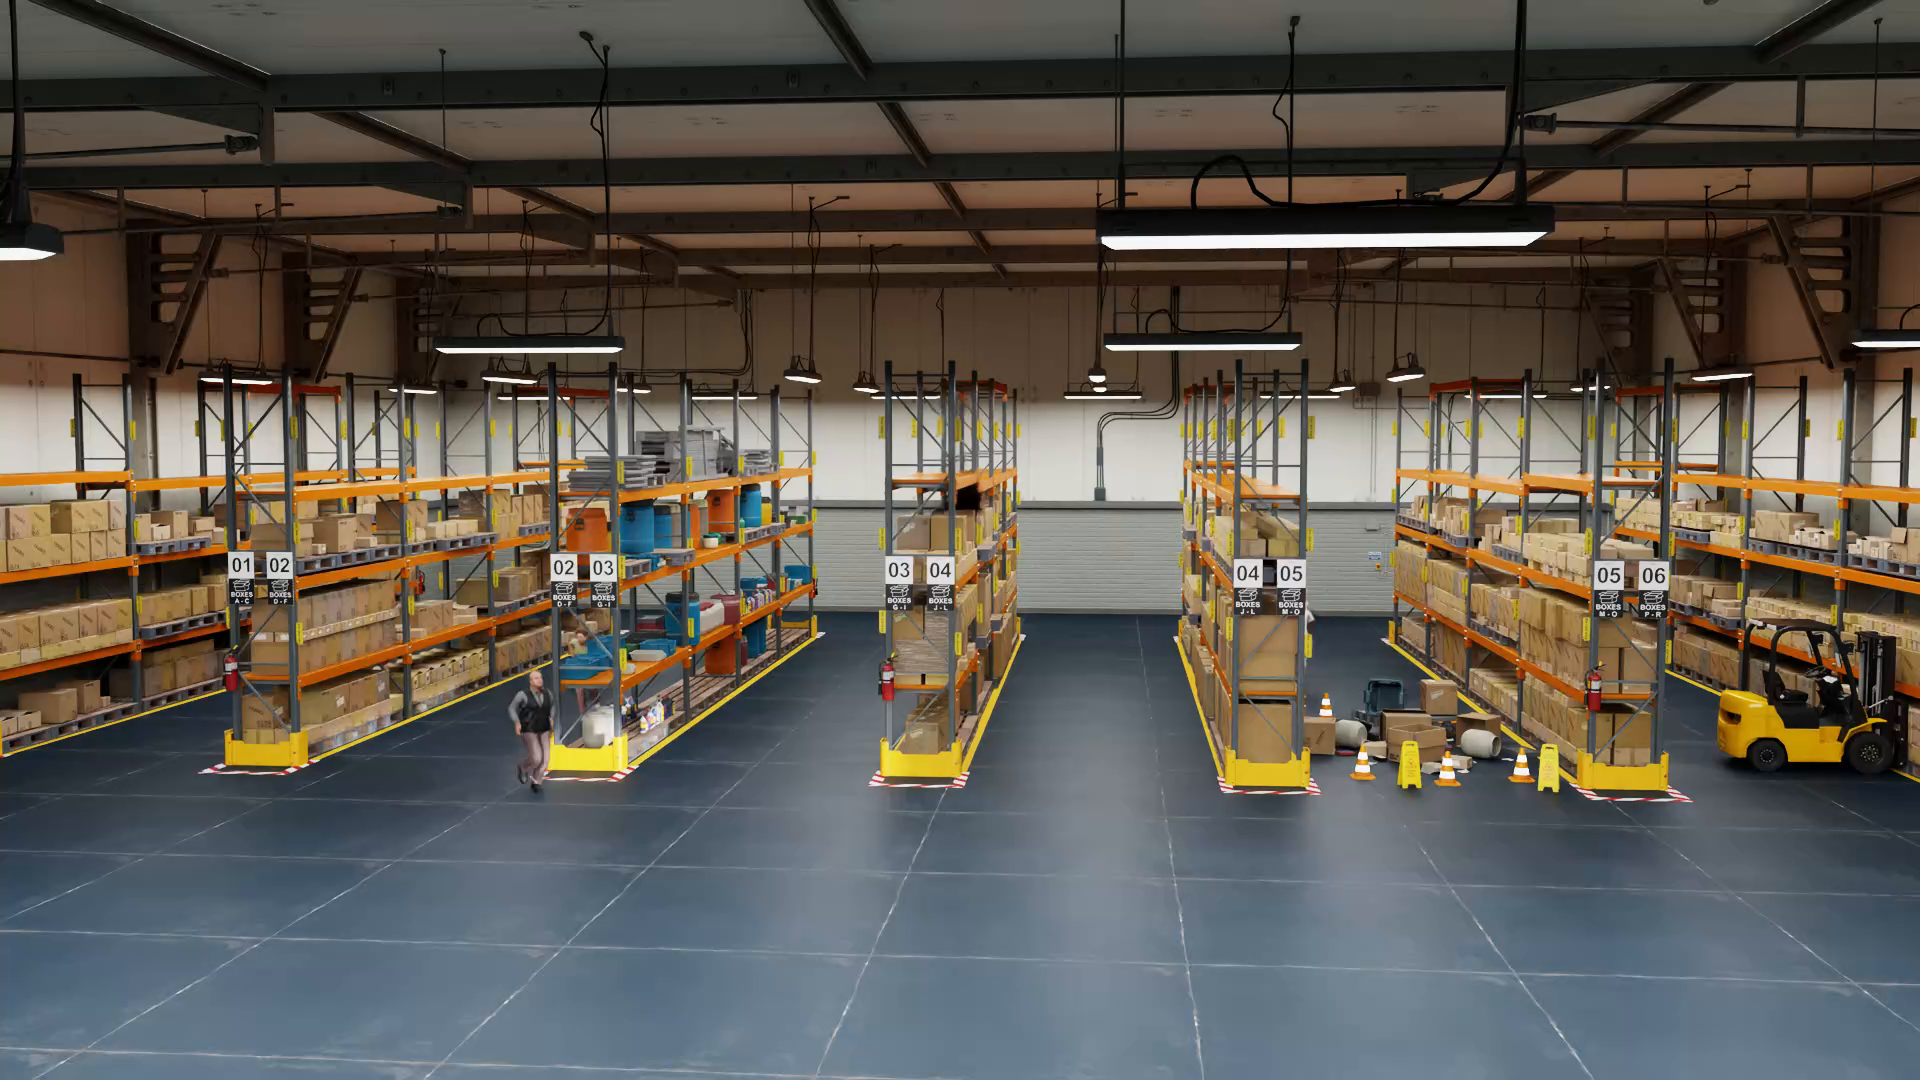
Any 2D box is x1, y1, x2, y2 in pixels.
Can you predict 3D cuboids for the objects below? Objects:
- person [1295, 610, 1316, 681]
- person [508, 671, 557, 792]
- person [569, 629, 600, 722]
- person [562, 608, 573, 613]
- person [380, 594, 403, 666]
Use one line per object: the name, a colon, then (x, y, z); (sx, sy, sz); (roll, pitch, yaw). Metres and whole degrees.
person: (6.710, 1.968, 33.156); (0.716, 1.719, 0.578); (0, 4, -3)
person: (-5.882, 2.657, 23.064); (0.663, 1.681, 0.592); (-3, 5, -42)
person: (-6.500, 2.317, 29.037); (0.616, 1.625, 1.003); (1, 4, 8)
person: (-9.917, 1.484, 41.910); (0.617, 1.560, 0.536); (1, 4, 21)
person: (-11.413, 1.898, 33.345); (0.644, 1.805, 0.983); (0, 4, 5)
